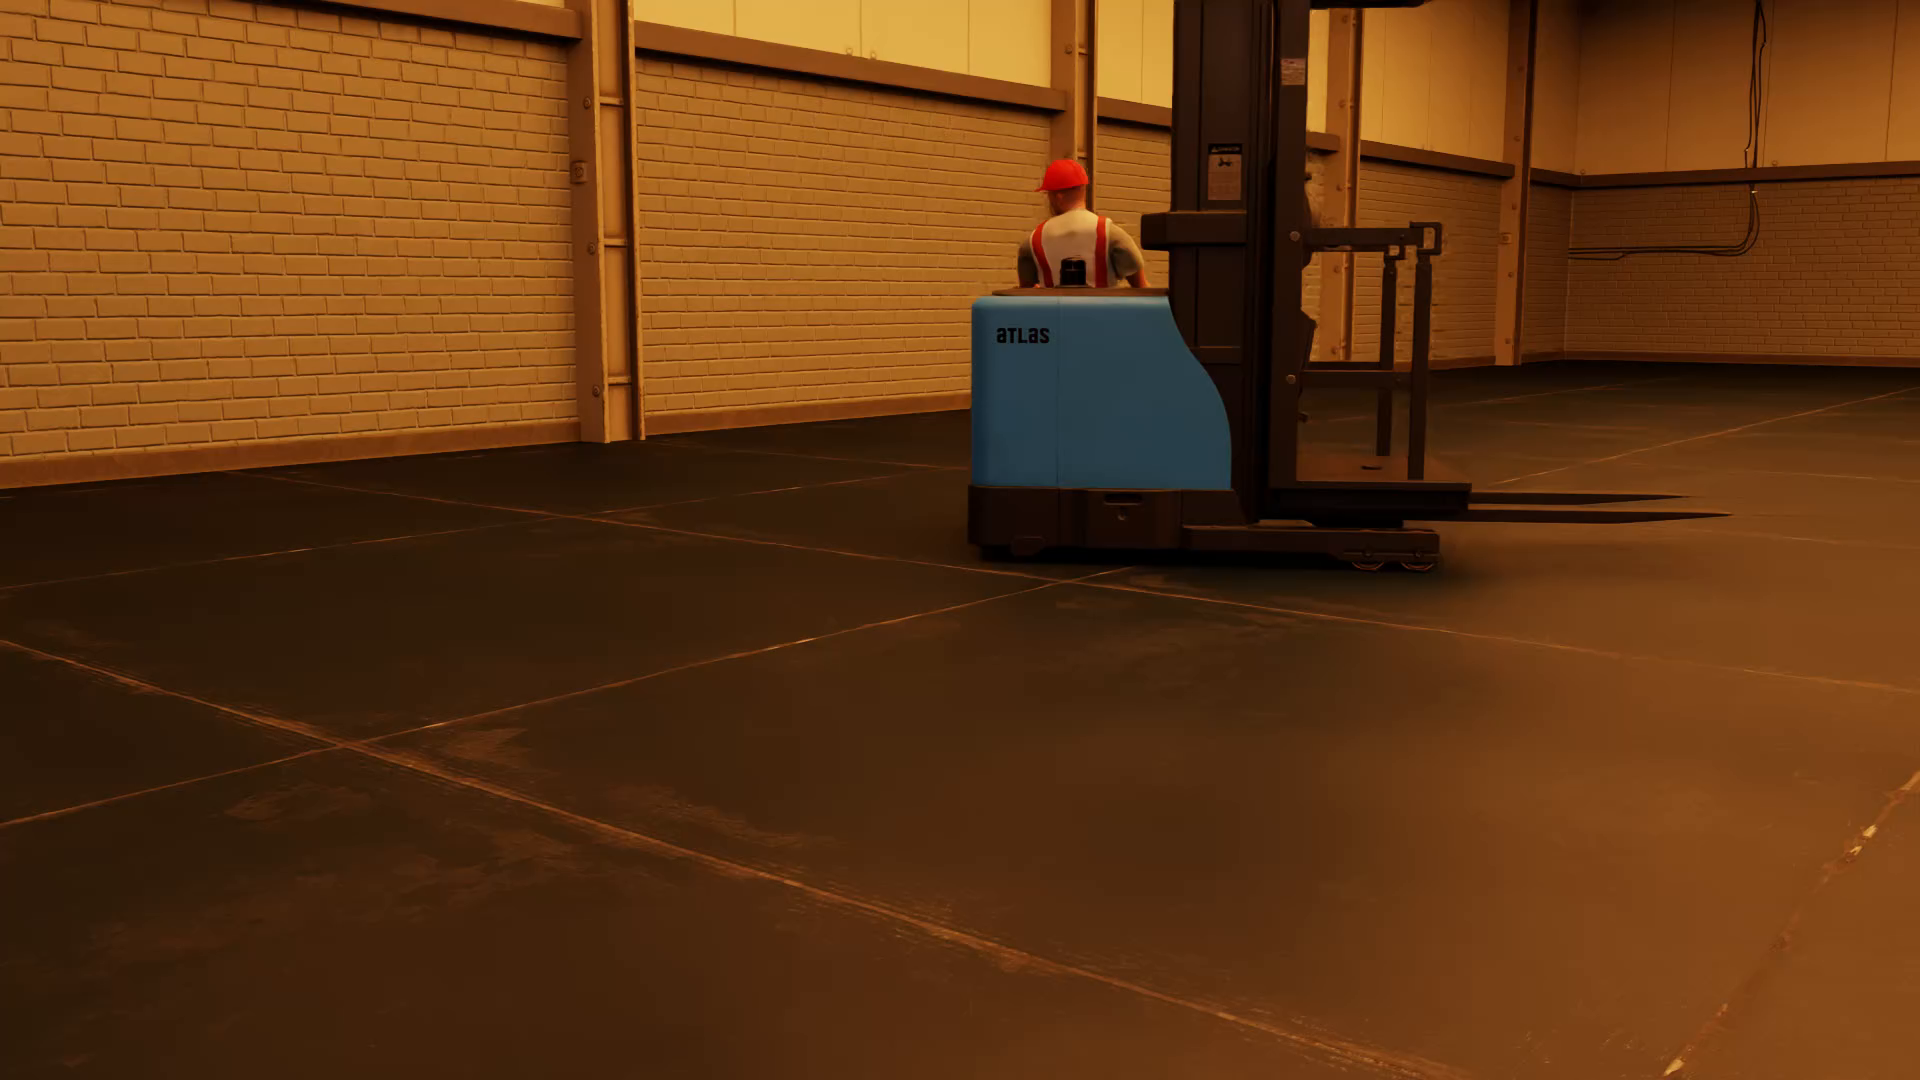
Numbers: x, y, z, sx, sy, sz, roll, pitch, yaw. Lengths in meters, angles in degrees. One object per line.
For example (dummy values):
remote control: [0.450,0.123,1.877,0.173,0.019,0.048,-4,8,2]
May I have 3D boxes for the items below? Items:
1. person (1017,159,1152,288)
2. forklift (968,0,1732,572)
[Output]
person: [0.673,-0.942,8.085,0.806,1.764,0.838,1,8,10]
forklift: [1.588,-1.407,6.896,3.031,2.935,1.130,1,8,7]
